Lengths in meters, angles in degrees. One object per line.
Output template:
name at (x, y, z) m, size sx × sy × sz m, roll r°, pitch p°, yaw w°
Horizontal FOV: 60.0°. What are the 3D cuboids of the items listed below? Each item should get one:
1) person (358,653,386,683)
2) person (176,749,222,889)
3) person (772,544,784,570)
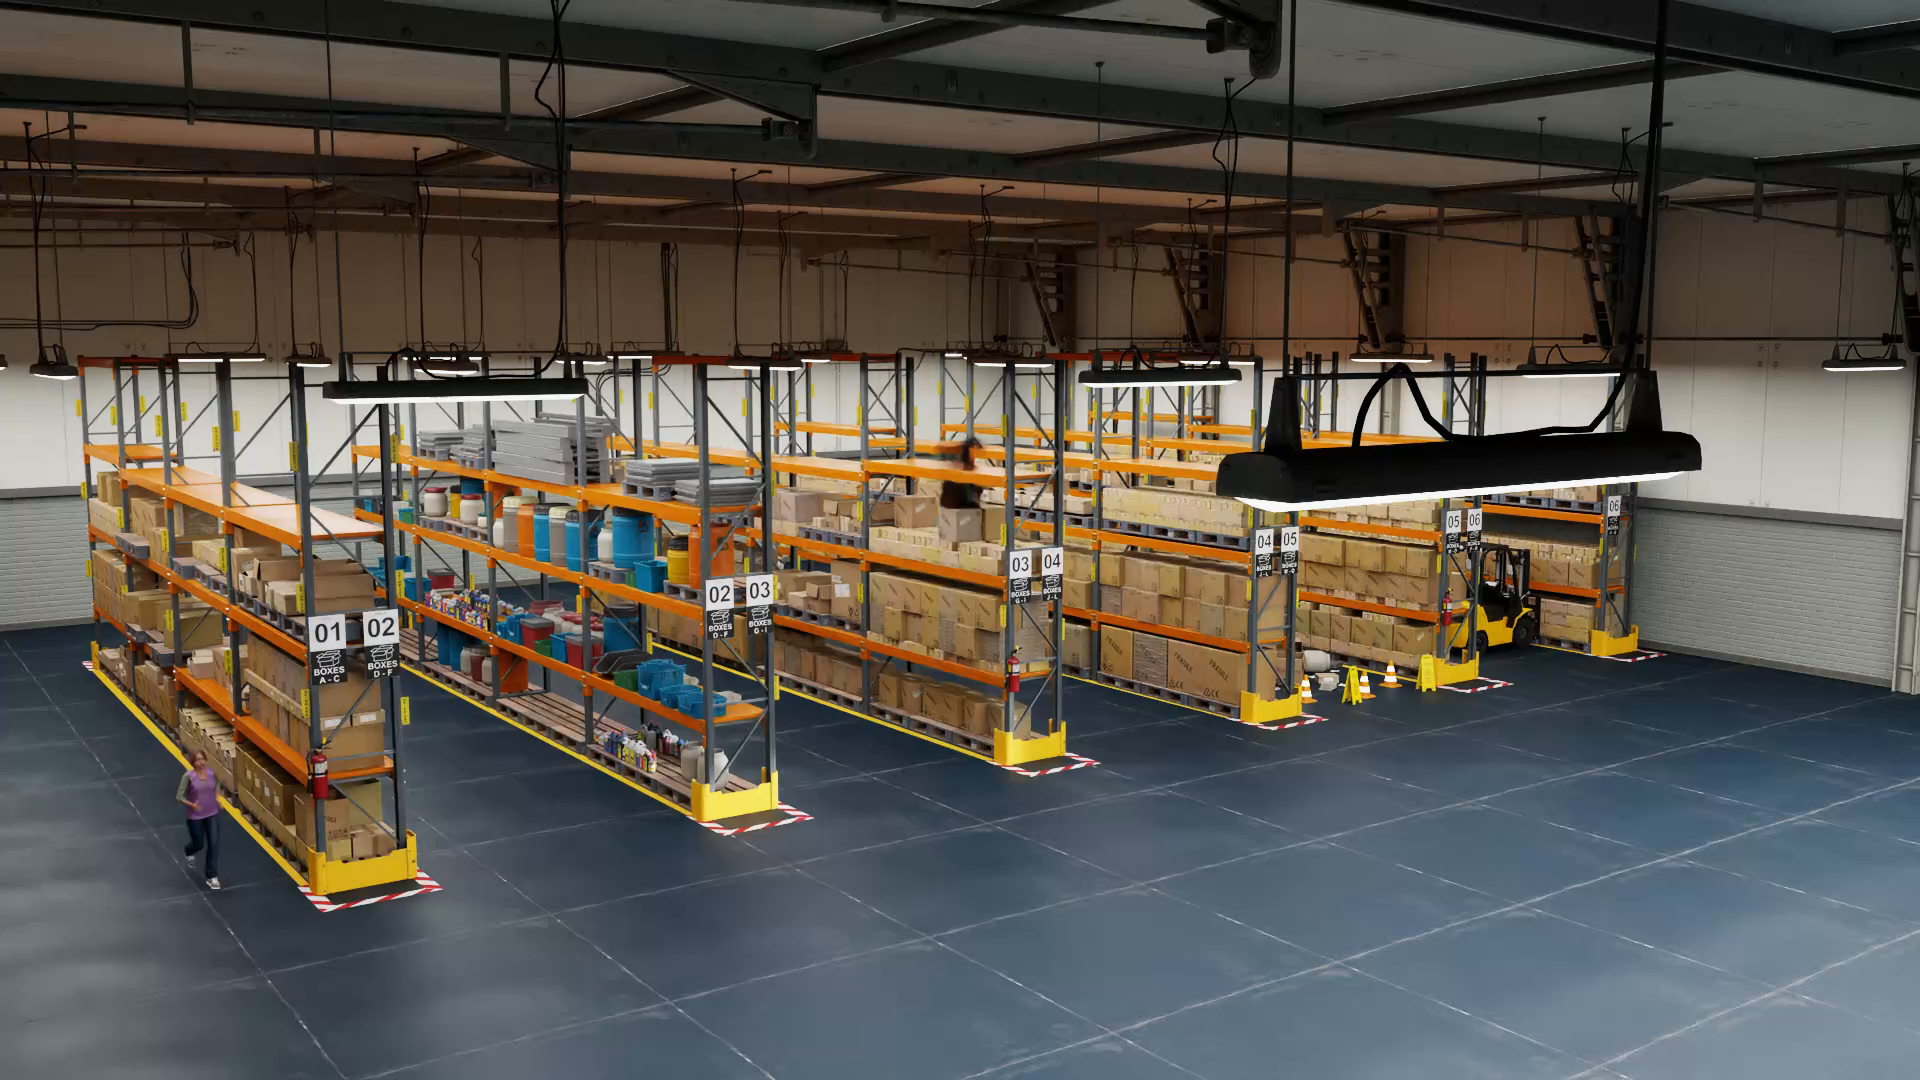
person at (-10.175, 2.018, 28.805) m, size 0.690 × 1.690 × 0.635 m, roll -4°, pitch 8°, yaw -32°
person at (-8.819, 3.209, 19.333) m, size 0.536 × 1.591 × 0.831 m, roll -7°, pitch 10°, yaw -43°
person at (-4.262, 0.912, 38.017) m, size 0.620 × 1.682 × 0.725 m, roll -4°, pitch 8°, yaw -30°
